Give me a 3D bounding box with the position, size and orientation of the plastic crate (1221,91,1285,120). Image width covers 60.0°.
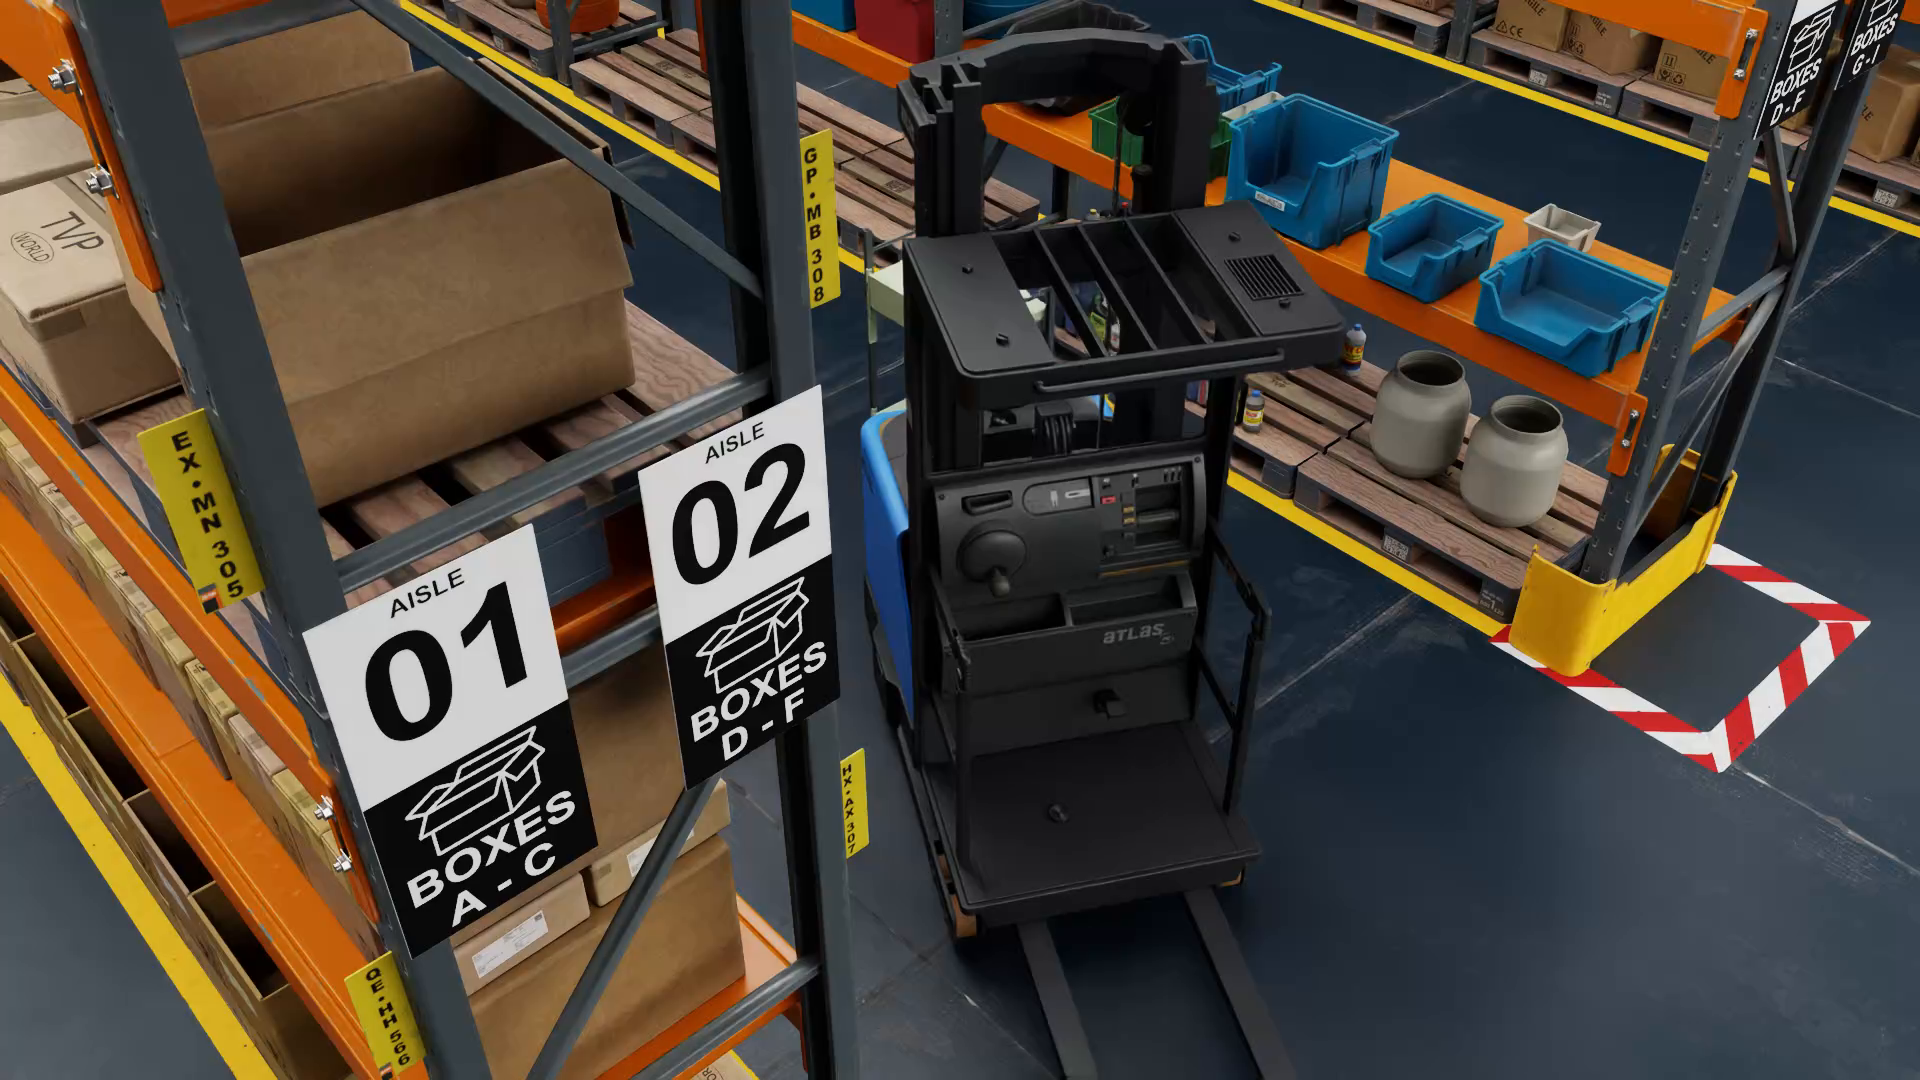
[{"bbox_3d":[1.562,-1.988,8.035,0.530,0.136,0.437,-30,48,-32],"label":"plastic crate"}]

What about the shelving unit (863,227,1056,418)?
[{"bbox_3d":[-0.008,-0.624,7.329,0.431,1.500,0.755,-29,47,-31],"label":"shelving unit"}]

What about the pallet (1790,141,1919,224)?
[{"bbox_3d":[6.056,-2.330,10.467,1.003,0.211,1.213,-30,48,-32],"label":"pallet"}]

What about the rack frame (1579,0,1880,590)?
[{"bbox_3d":[2.983,-0.884,6.457,1.000,3.000,0.127,-30,48,-32],"label":"rack frame"}]

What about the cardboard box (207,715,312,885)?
[{"bbox_3d":[-1.665,0.486,4.681,0.700,0.500,0.500,-30,47,-31],"label":"cardboard box"}]

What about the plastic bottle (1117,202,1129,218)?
[{"bbox_3d":[0.925,-1.700,9.226,0.144,0.351,0.185,-31,48,-33],"label":"plastic bottle"}]

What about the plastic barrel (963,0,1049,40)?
[{"bbox_3d":[0.239,-3.237,8.972,0.600,0.901,0.708,-30,48,-32],"label":"plastic barrel"}]

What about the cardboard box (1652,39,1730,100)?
[{"bbox_3d":[5.037,-3.313,11.119,0.500,0.500,0.500,30,48,32],"label":"cardboard box"}]

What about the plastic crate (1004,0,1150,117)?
[{"bbox_3d":[0.538,-2.414,8.401,0.767,0.338,0.504,-30,48,-32],"label":"plastic crate"}]

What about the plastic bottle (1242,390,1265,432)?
[{"bbox_3d":[1.418,-0.630,8.019,0.097,0.201,0.097,0,39,0],"label":"plastic bottle"}]

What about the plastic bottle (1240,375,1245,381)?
[{"bbox_3d":[1.345,-0.835,8.209,0.061,0.283,0.133,-30,48,-32],"label":"plastic bottle"}]

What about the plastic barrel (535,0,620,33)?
[{"bbox_3d":[-2.772,-4.124,11.862,0.600,0.830,0.708,-30,48,-32],"label":"plastic barrel"}]

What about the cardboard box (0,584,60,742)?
[{"bbox_3d":[-3.291,0.331,6.211,0.500,0.500,0.500,-30,48,-32],"label":"cardboard box"}]

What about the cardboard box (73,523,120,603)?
[{"bbox_3d":[-2.285,-0.001,4.768,0.380,0.149,0.250,-30,48,-32],"label":"cardboard box"}]

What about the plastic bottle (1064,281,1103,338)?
[{"bbox_3d":[0.645,-1.238,8.654,0.185,0.351,0.144,32,49,33],"label":"plastic bottle"}]

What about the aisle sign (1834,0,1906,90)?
[{"bbox_3d":[3.247,-1.986,5.753,0.394,0.787,0.004,-30,48,-32],"label":"aisle sign"}]

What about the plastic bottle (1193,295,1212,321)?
[{"bbox_3d":[1.302,-1.313,8.800,0.061,0.283,0.133,-30,48,-32],"label":"plastic bottle"}]

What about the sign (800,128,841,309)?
[{"bbox_3d":[-0.256,-0.551,2.899,0.100,0.325,0.005,-30,48,-32],"label":"sign"}]

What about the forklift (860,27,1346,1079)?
[{"bbox_3d":[0.427,0.021,5.391,1.130,2.935,3.031,-9,40,-10],"label":"forklift"}]

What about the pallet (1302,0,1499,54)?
[{"bbox_3d":[3.398,-4.114,12.676,1.003,0.211,1.213,-30,48,-32],"label":"pallet"}]

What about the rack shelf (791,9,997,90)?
[{"bbox_3d":[-1.075,-3.381,10.121,1.077,0.370,4.000,-30,48,-32],"label":"rack shelf"}]

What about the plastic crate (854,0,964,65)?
[{"bbox_3d":[-0.276,-2.854,8.845,0.402,0.464,0.583,-30,48,-32],"label":"plastic crate"}]

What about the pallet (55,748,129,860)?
[{"bbox_3d":[-2.867,0.839,6.543,1.003,0.211,1.213,-30,48,-32],"label":"pallet"}]

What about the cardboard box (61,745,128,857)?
[{"bbox_3d":[-2.949,0.852,6.162,0.500,0.250,0.500,-30,48,-32],"label":"cardboard box"}]

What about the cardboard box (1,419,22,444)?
[{"bbox_3d":[-2.726,-0.739,5.166,0.700,0.500,0.500,-30,48,-32],"label":"cardboard box"}]

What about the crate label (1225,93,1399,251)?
[{"bbox_3d":[1.539,-1.634,7.358,0.502,0.435,0.616,-30,48,-32],"label":"crate label"}]

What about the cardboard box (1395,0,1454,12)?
[{"bbox_3d":[3.526,-4.332,12.365,0.500,0.500,0.700,30,48,32],"label":"cardboard box"}]

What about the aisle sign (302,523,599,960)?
[{"bbox_3d":[-0.840,0.363,2.844,0.394,0.787,0.004,-30,48,-32],"label":"aisle sign"}]

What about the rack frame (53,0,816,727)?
[{"bbox_3d":[-0.668,-1.114,1.968,1.000,3.000,0.127,-30,48,-32],"label":"rack frame"}]

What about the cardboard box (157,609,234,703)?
[{"bbox_3d":[-1.712,-0.044,4.305,0.700,0.500,0.500,-30,48,-32],"label":"cardboard box"}]

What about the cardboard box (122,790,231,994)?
[{"bbox_3d":[-2.275,1.024,5.352,0.500,0.500,0.500,-30,48,-32],"label":"cardboard box"}]

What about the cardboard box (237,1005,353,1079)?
[{"bbox_3d":[-1.935,1.546,5.302,0.500,0.250,0.500,-30,48,-32],"label":"cardboard box"}]

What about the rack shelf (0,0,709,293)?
[{"bbox_3d":[-2.021,-1.604,3.465,1.077,0.370,4.000,-30,48,-32],"label":"rack shelf"}]

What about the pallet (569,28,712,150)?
[{"bbox_3d":[-1.933,-3.126,11.453,1.003,0.211,1.213,-30,48,-32],"label":"pallet"}]

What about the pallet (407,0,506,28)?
[{"bbox_3d":[-3.813,-4.413,13.046,1.003,0.211,1.213,-30,48,-32],"label":"pallet"}]

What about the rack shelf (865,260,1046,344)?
[{"bbox_3d":[-0.008,-0.928,7.084,0.431,0.370,0.720,-29,47,-31],"label":"rack shelf"}]

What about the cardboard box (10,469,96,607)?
[{"bbox_3d":[-2.708,-0.226,5.564,0.700,0.500,0.500,-30,48,-32],"label":"cardboard box"}]

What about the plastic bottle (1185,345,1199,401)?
[{"bbox_3d":[1.173,-0.851,8.234,0.152,0.276,0.135,-31,48,-33],"label":"plastic bottle"}]

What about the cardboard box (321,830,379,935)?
[{"bbox_3d":[-1.245,0.712,3.885,0.380,0.149,0.250,-29,47,-31],"label":"cardboard box"}]

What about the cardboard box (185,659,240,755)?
[{"bbox_3d":[-1.765,0.355,4.327,0.380,0.149,0.250,-28,47,-31],"label":"cardboard box"}]

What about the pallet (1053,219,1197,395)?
[{"bbox_3d":[0.701,-1.321,9.218,1.003,0.211,1.213,-30,48,-32],"label":"pallet"}]

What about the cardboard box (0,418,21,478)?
[{"bbox_3d":[-2.811,-0.361,5.213,0.380,0.149,0.250,-30,48,-32],"label":"cardboard box"}]

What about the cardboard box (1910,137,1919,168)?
[{"bbox_3d":[6.221,-2.475,10.083,0.500,0.500,0.500,-21,44,-24],"label":"cardboard box"}]

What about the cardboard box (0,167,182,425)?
[{"bbox_3d":[-1.642,-0.528,3.302,0.500,0.250,0.500,-30,48,-32],"label":"cardboard box"}]

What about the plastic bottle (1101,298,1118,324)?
[{"bbox_3d":[0.772,-1.155,8.614,0.097,0.271,0.097,0,39,0],"label":"plastic bottle"}]
